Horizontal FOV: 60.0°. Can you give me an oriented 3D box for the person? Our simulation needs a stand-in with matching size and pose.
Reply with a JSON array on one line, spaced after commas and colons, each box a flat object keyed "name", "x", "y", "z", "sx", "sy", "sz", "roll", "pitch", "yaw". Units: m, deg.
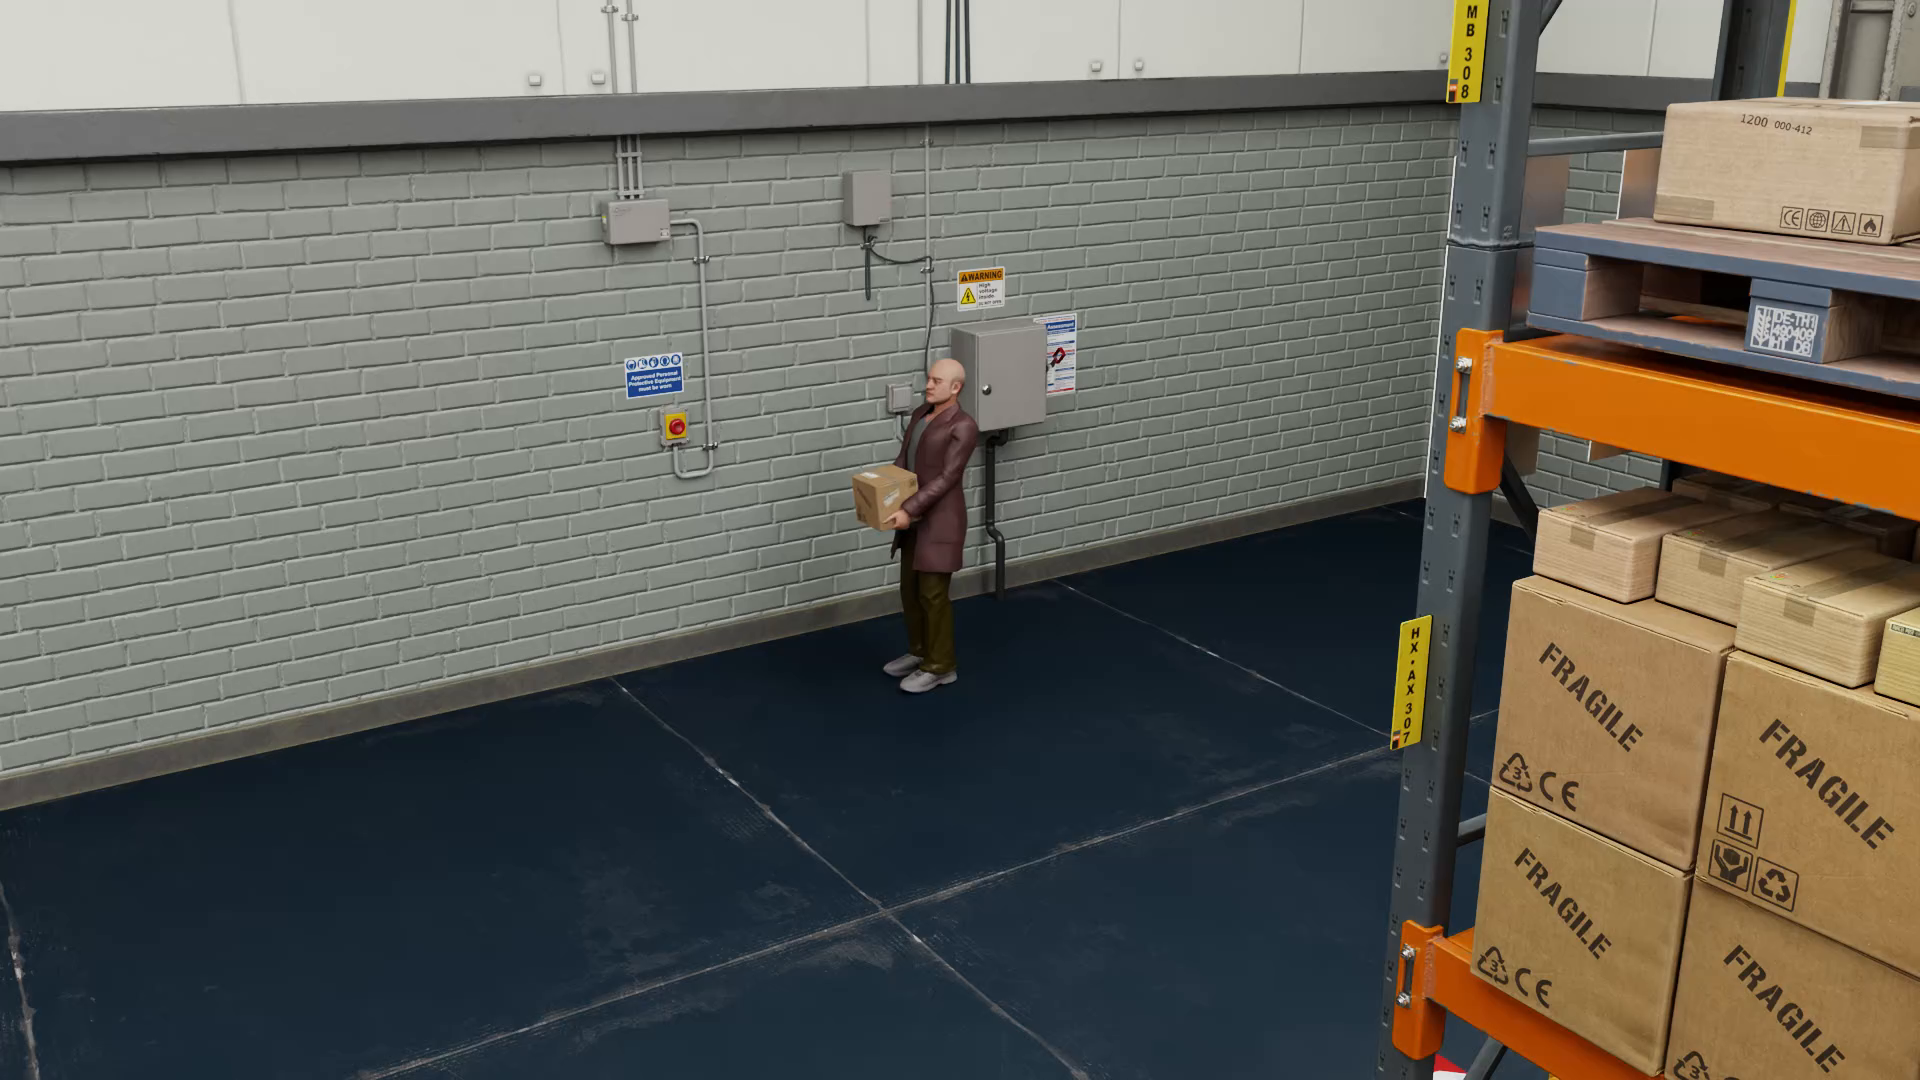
[{"name": "person", "x": -0.215, "y": -0.090, "z": 8.828, "sx": 0.579, "sy": 1.779, "sz": 0.698, "roll": -11, "pitch": 21, "yaw": -31}]
